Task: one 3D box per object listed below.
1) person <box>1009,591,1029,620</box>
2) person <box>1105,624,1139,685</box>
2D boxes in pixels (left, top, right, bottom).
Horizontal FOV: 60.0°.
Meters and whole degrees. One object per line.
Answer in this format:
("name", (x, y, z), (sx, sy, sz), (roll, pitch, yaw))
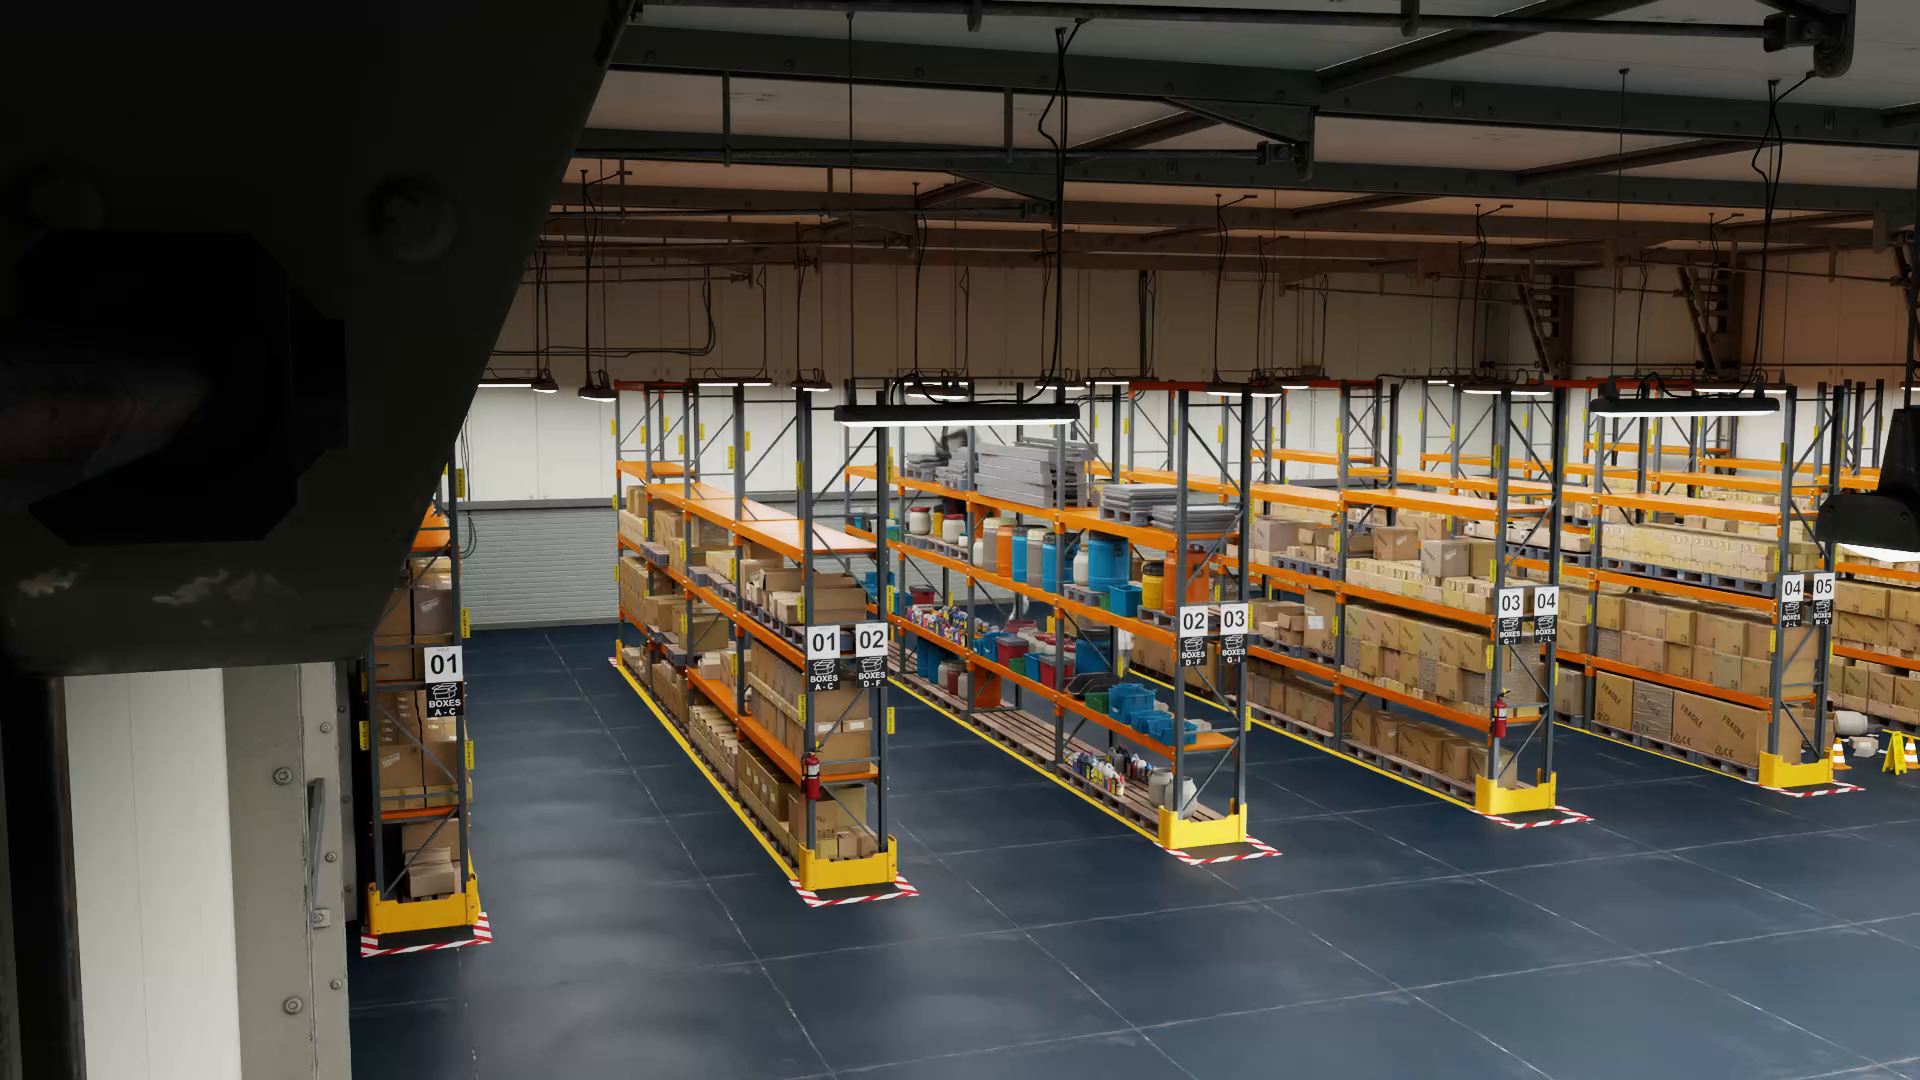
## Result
("person", (1.468, 1.255, 39.871), (0.641, 1.761, 0.741), (2, 6, 18))
("person", (3.137, 2.079, 31.927), (0.624, 1.759, 0.692), (-2, 6, -18))
